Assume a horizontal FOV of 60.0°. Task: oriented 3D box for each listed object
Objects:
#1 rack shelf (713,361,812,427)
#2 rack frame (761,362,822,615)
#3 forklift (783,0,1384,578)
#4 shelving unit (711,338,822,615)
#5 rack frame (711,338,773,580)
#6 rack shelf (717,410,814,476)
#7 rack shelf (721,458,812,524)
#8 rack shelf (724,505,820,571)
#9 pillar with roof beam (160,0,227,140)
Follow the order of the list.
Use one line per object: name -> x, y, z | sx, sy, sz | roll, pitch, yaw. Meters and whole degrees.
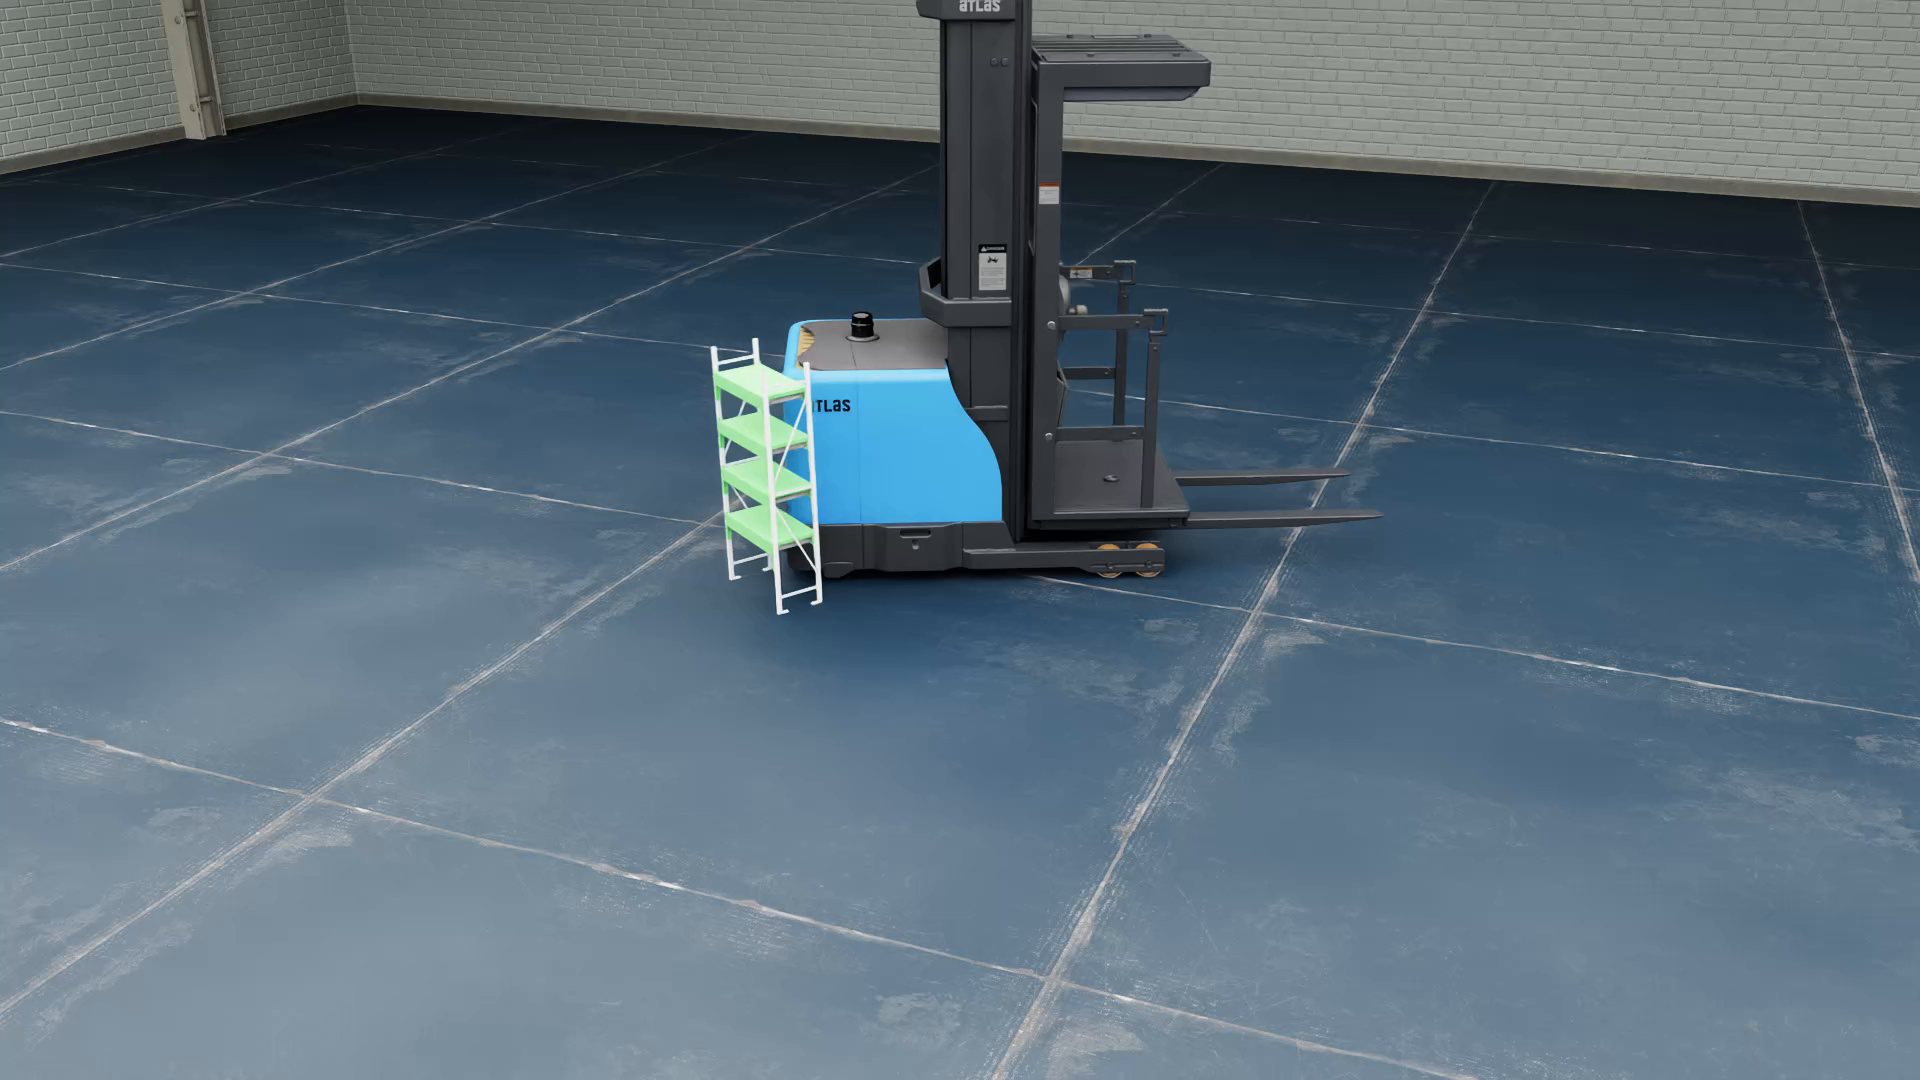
rack shelf -> -0.924, -0.686, 7.748 | 0.258, 0.148, 0.480 | -16, 28, -31
rack frame -> -0.777, -0.227, 7.728 | 0.240, 1.200, 0.015 | -16, 28, -31
forklift -> 0.629, -1.366, 8.217 | 3.031, 2.935, 1.130 | -1, 23, -3
shelving unit -> -0.916, -0.304, 7.913 | 0.258, 1.200, 0.503 | -16, 28, -31
rack frame -> -1.055, -0.381, 8.098 | 0.240, 1.200, 0.015 | -16, 28, -31
rack shelf -> -0.919, -0.465, 7.843 | 0.258, 0.148, 0.480 | -16, 28, -31
rack shelf -> -0.915, -0.245, 7.938 | 0.258, 0.148, 0.480 | -16, 28, -31
rack shelf -> -0.911, -0.025, 8.034 | 0.258, 0.148, 0.480 | -16, 28, -31
pillar with roof beam -> -5.477, -8.606, 17.678 | 9.100, 9.000, 0.400 | 9, 24, 20
